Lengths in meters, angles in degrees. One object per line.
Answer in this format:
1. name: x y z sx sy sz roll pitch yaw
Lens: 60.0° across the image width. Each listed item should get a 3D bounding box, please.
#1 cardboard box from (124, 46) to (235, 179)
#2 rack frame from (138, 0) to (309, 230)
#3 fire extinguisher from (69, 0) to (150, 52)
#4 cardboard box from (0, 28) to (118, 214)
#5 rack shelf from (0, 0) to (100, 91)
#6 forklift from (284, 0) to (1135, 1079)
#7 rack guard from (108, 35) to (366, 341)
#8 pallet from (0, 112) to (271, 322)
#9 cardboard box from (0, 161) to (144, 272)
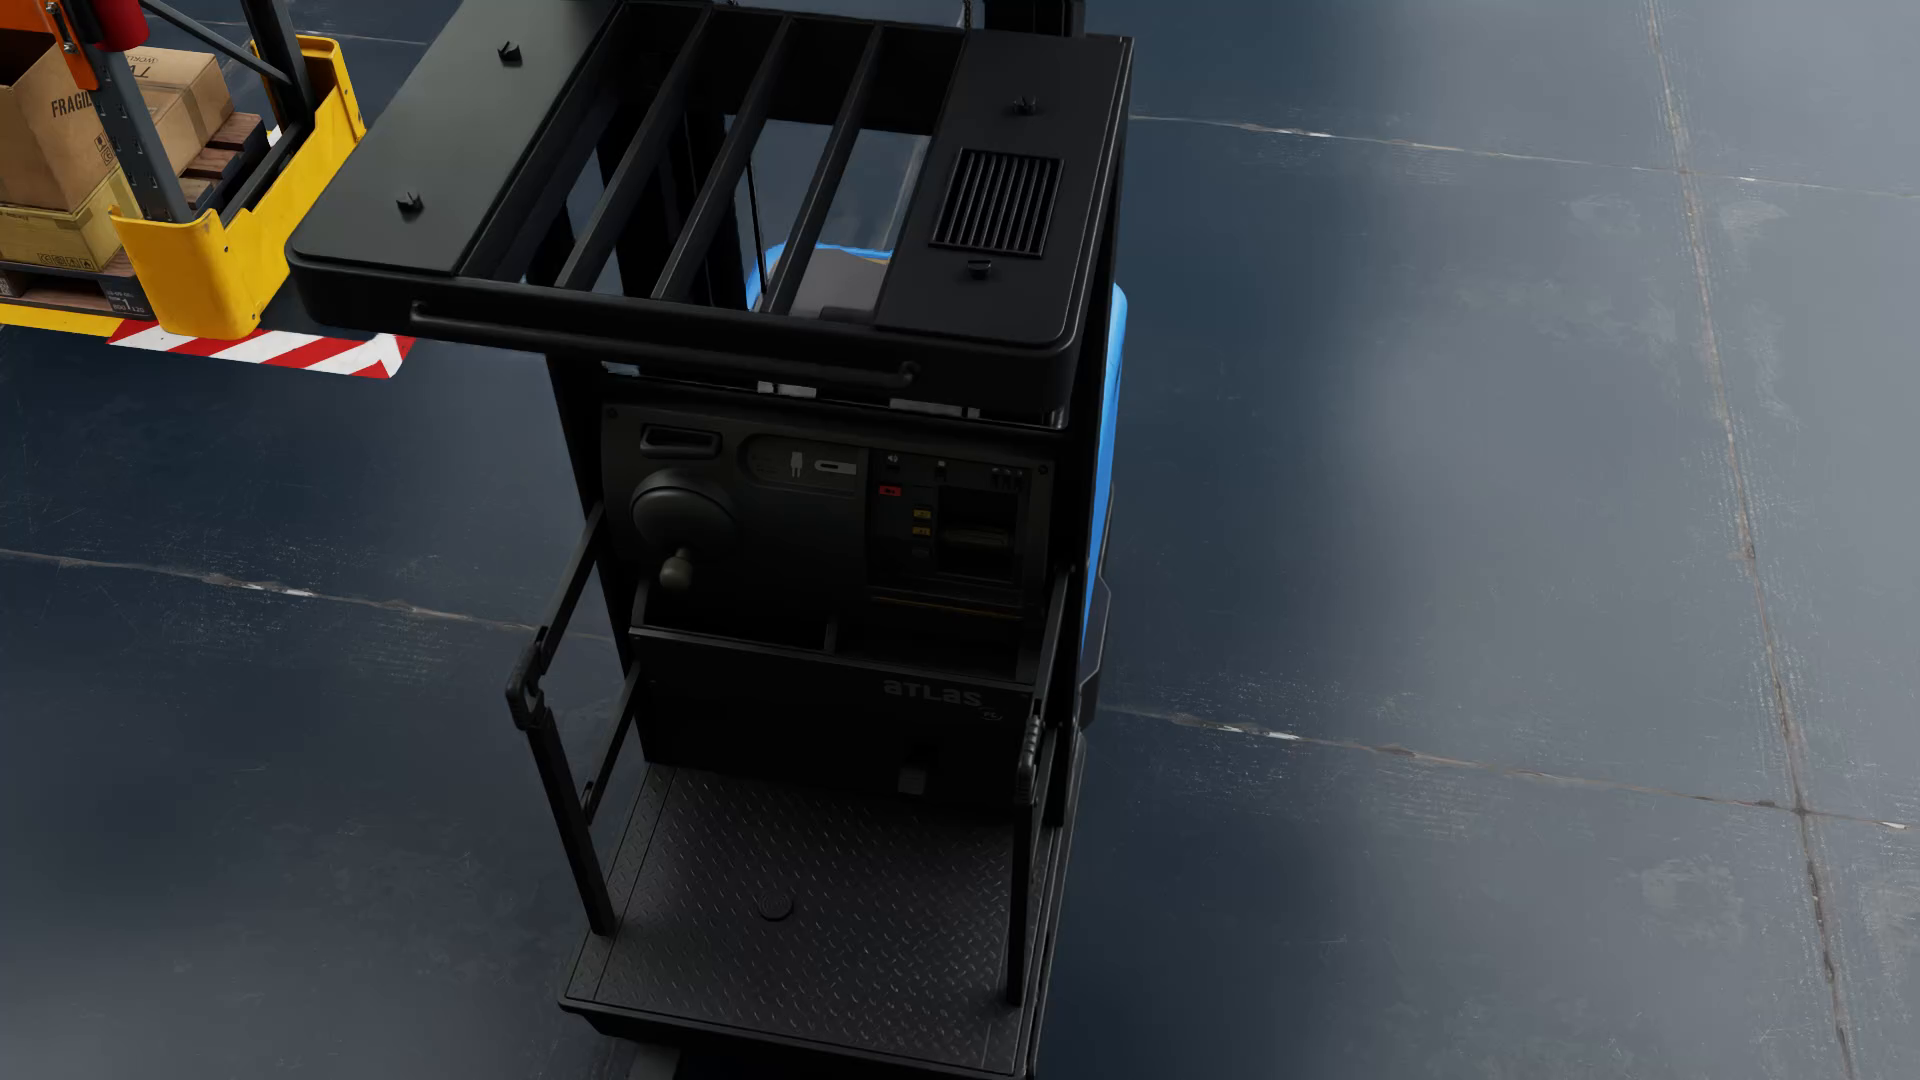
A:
1. cardboard box: -3.106 -1.608 6.244 0.500 0.250 0.500 8 49 7
2. rack frame: -2.618 -2.150 5.166 0.053 2.616 0.949 8 49 7
3. fire extinguisher: -2.584 -1.771 4.877 0.183 0.674 0.296 8 49 7
4. cardboard box: -3.198 -1.478 5.623 0.500 0.500 0.500 8 49 7
5. rack shelf: -4.586 -2.177 5.673 4.000 0.370 1.077 8 49 7
6. forklift: -0.312 0.047 3.238 1.130 2.935 3.031 8 49 7
7. rack guard: -2.594 -1.314 6.095 0.348 0.500 1.175 8 49 7
8. pallet: -3.378 -1.291 6.268 1.213 0.211 1.003 8 49 7
9. cardboard box: -3.198 -1.229 5.904 0.500 0.250 0.500 8 49 7
